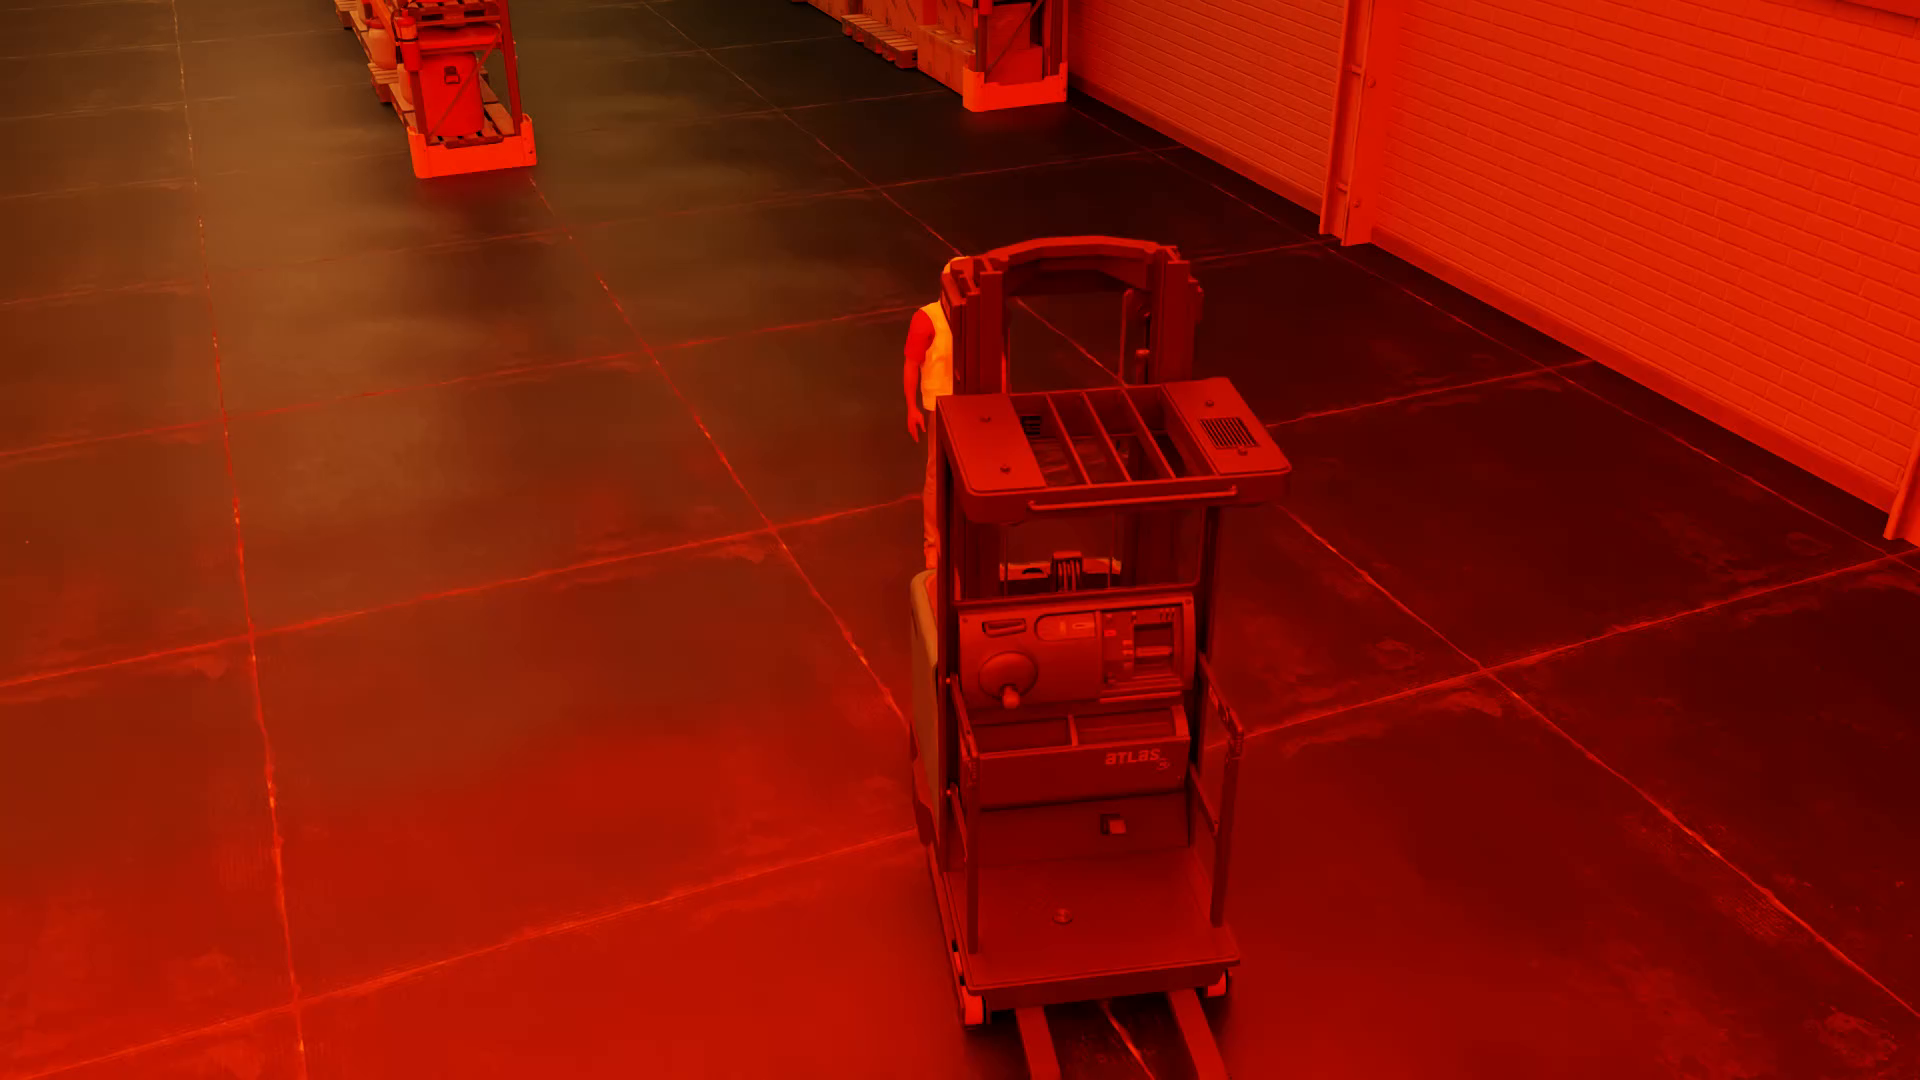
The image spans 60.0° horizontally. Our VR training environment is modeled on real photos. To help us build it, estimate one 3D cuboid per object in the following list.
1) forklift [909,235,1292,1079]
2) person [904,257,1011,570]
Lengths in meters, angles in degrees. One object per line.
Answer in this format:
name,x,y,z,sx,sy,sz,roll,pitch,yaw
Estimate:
forklift,0.494,0.482,6.278,1.130,2.935,3.031,-4,30,-8
person,0.022,-0.740,9.573,0.665,1.765,0.577,-12,32,-20
